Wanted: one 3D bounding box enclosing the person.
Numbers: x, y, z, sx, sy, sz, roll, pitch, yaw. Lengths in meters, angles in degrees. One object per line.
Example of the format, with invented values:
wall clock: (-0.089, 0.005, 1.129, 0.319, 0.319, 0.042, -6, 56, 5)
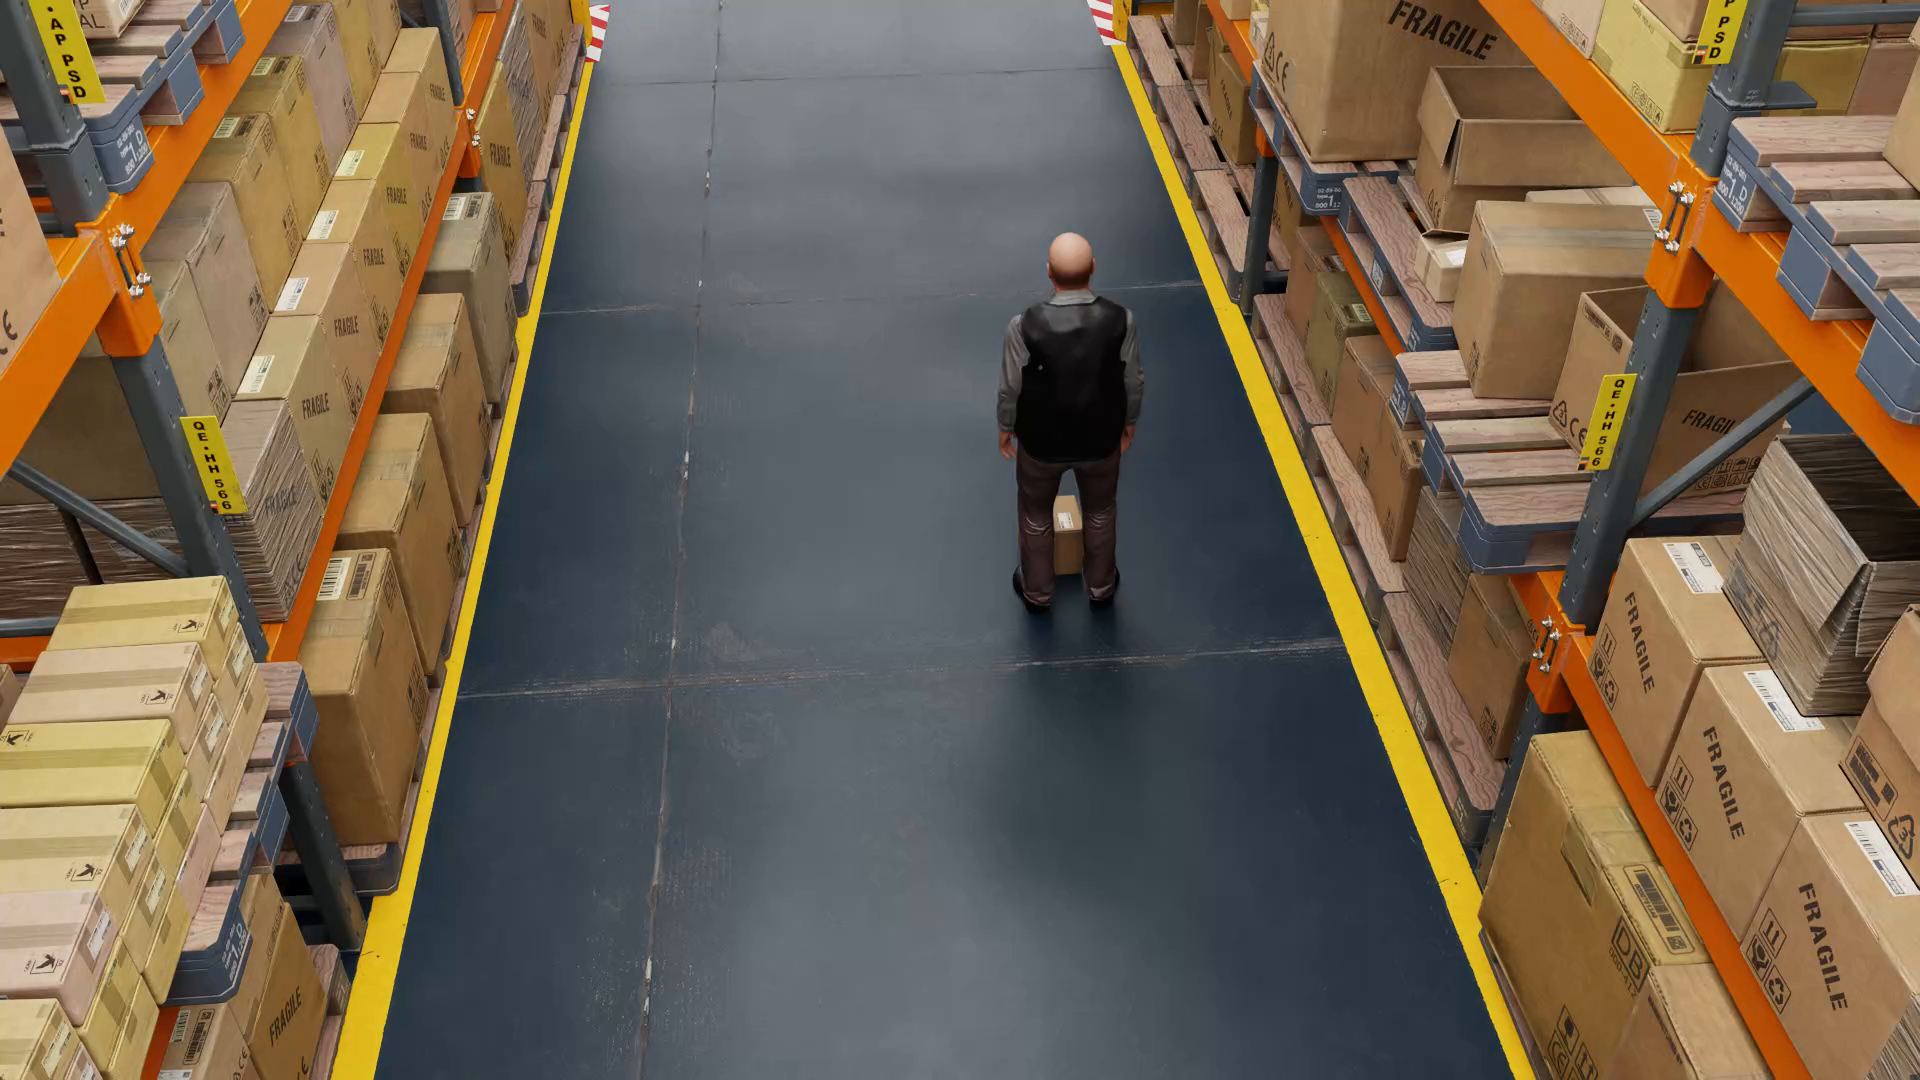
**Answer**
person: (0.437, -0.416, 6.689, 0.580, 1.721, 0.418, -3, 39, -4)
